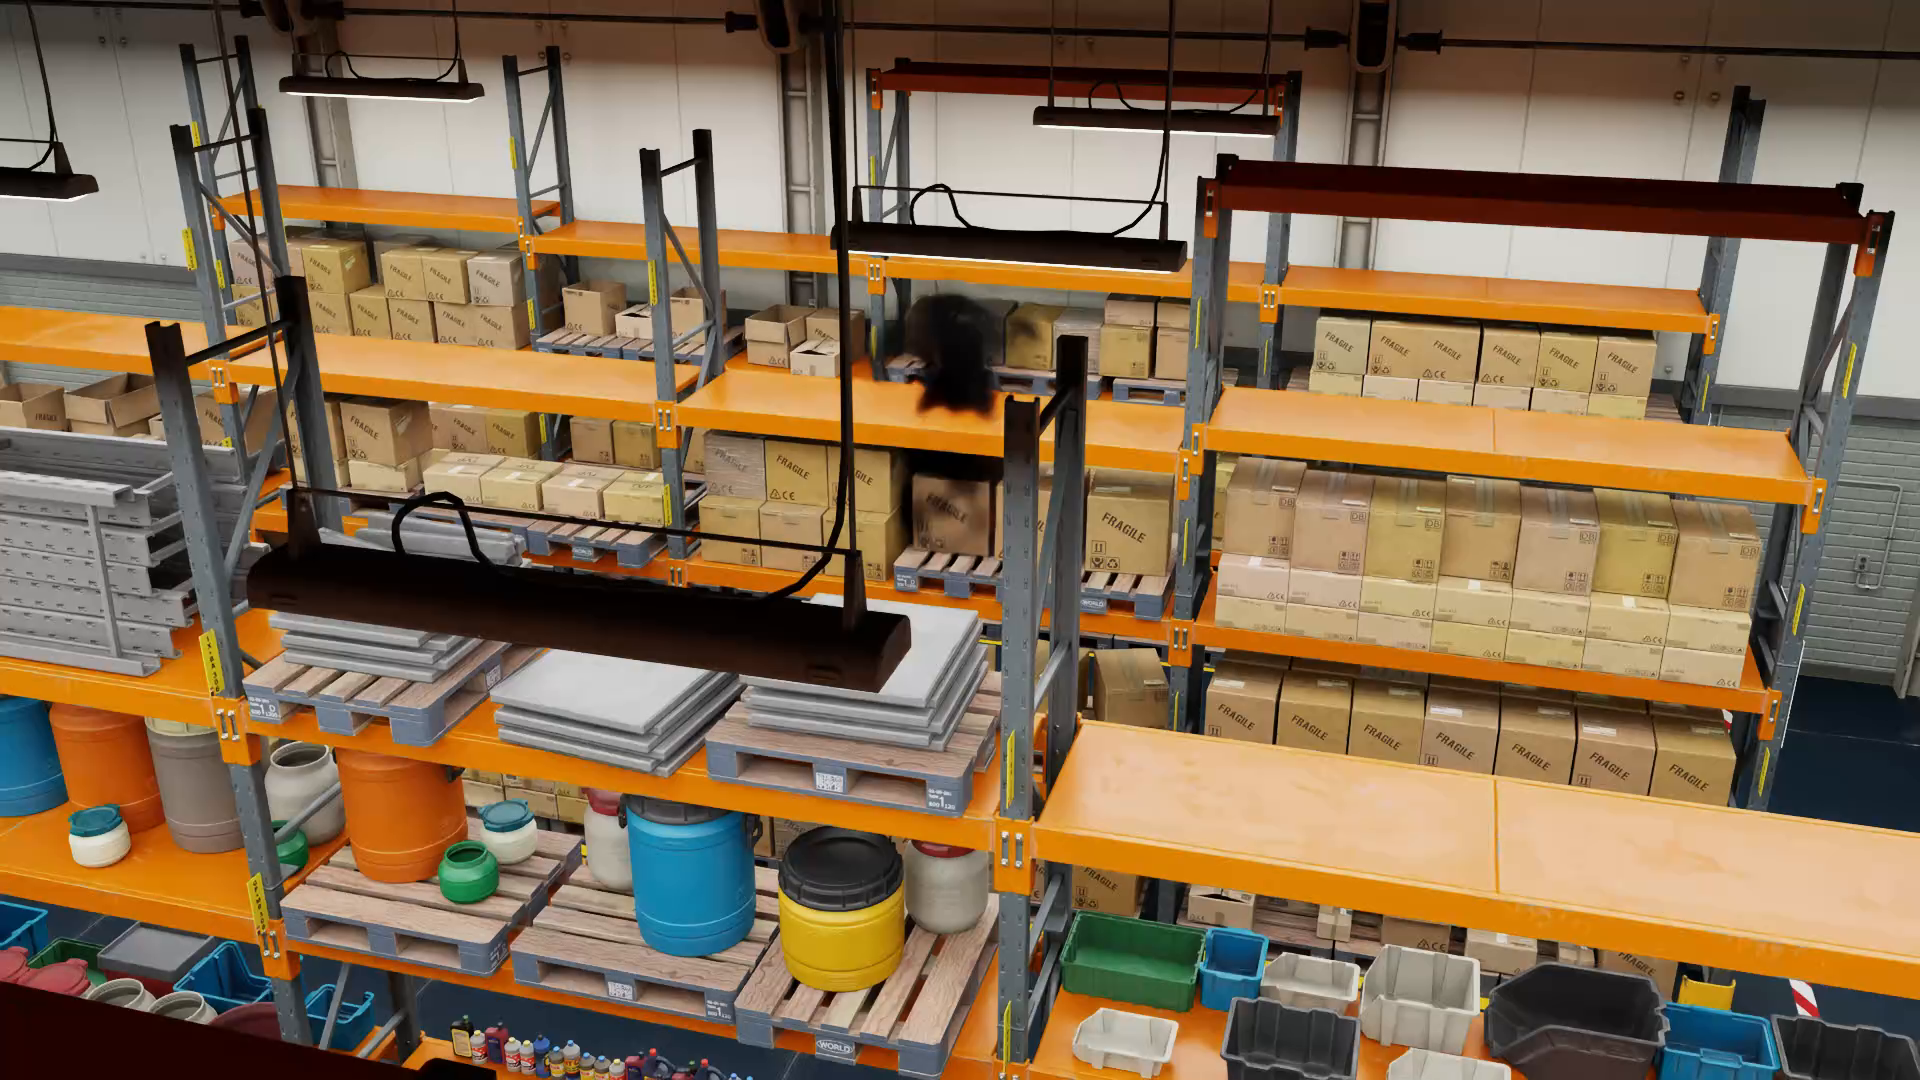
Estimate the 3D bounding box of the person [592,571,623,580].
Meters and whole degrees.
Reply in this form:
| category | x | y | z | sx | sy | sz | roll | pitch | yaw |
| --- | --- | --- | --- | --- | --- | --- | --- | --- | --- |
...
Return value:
| category | x | y | z | sx | sy | sz | roll | pitch | yaw |
| --- | --- | --- | --- | --- | --- | --- | --- | --- | --- |
| person | -3.379 | 0.829 | 16.538 | 1.058 | 1.758 | 0.710 | 2 | 23 | 5 |
